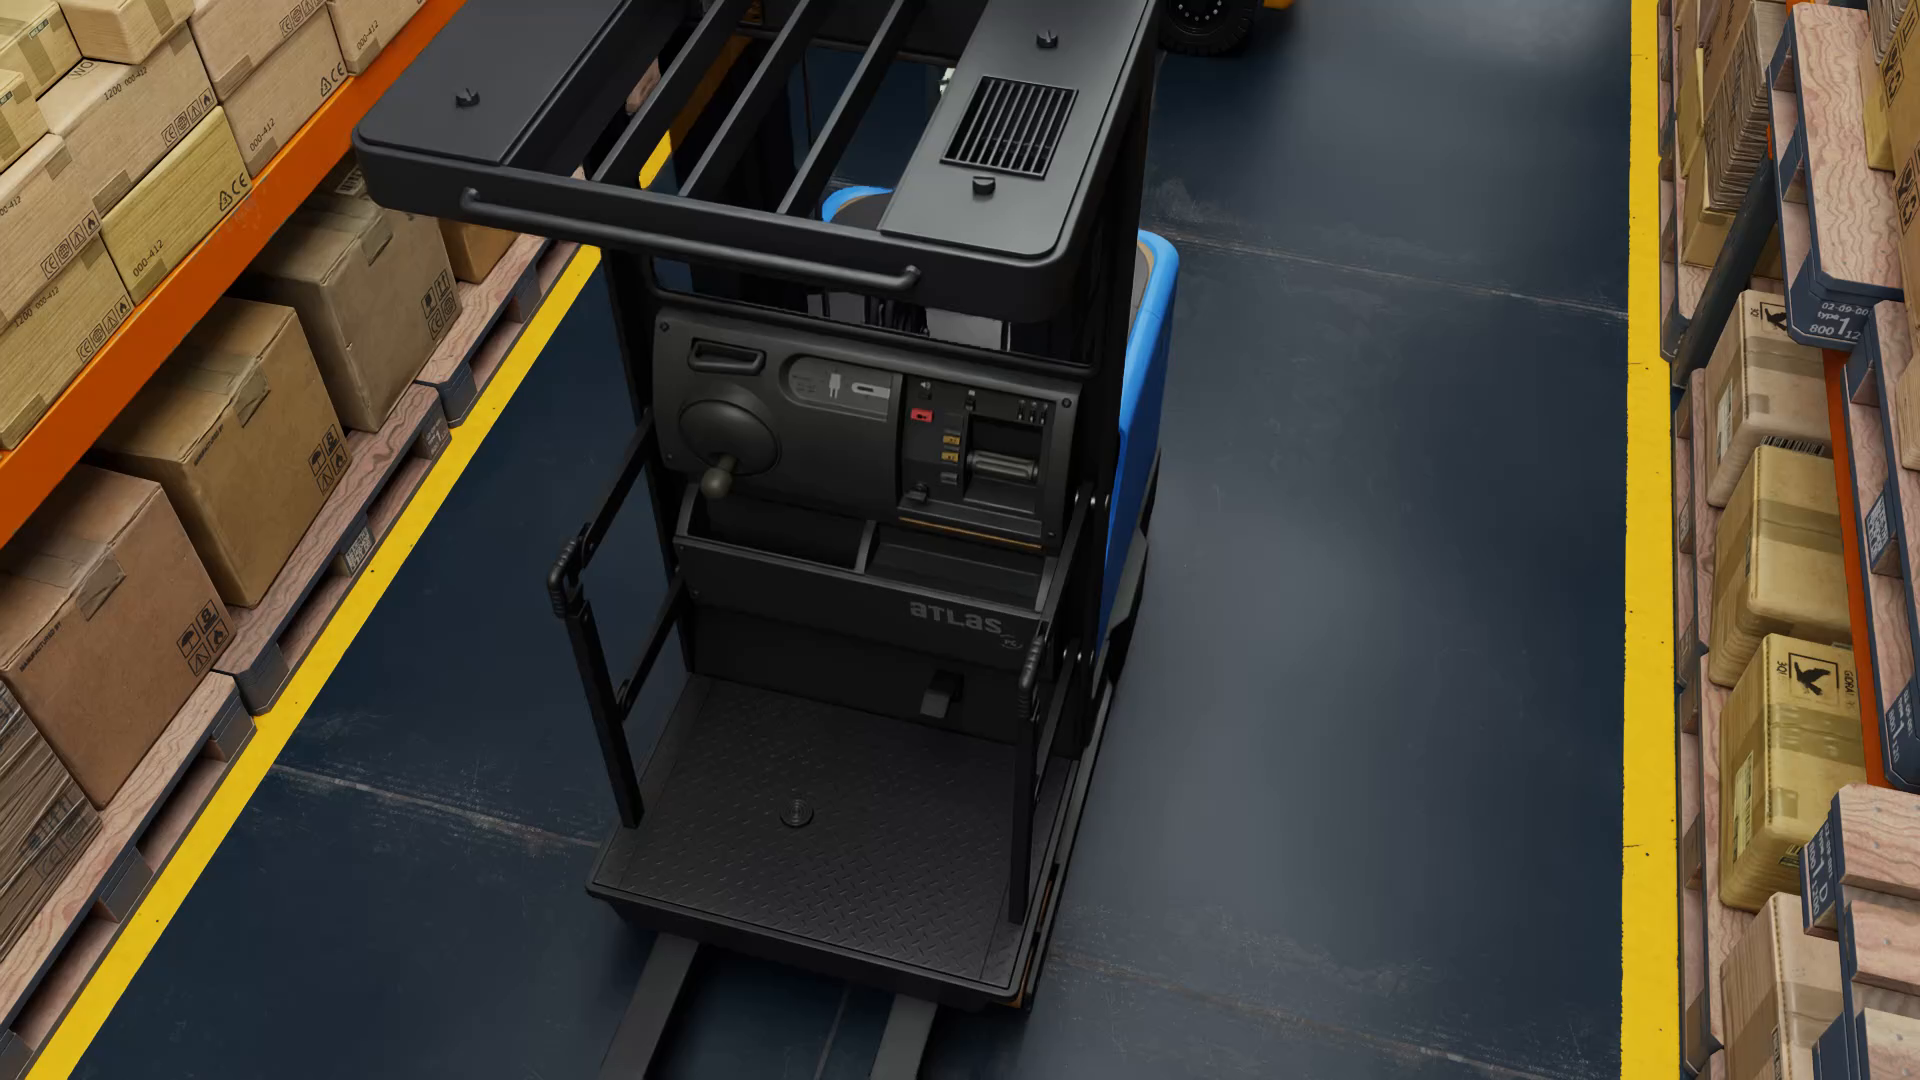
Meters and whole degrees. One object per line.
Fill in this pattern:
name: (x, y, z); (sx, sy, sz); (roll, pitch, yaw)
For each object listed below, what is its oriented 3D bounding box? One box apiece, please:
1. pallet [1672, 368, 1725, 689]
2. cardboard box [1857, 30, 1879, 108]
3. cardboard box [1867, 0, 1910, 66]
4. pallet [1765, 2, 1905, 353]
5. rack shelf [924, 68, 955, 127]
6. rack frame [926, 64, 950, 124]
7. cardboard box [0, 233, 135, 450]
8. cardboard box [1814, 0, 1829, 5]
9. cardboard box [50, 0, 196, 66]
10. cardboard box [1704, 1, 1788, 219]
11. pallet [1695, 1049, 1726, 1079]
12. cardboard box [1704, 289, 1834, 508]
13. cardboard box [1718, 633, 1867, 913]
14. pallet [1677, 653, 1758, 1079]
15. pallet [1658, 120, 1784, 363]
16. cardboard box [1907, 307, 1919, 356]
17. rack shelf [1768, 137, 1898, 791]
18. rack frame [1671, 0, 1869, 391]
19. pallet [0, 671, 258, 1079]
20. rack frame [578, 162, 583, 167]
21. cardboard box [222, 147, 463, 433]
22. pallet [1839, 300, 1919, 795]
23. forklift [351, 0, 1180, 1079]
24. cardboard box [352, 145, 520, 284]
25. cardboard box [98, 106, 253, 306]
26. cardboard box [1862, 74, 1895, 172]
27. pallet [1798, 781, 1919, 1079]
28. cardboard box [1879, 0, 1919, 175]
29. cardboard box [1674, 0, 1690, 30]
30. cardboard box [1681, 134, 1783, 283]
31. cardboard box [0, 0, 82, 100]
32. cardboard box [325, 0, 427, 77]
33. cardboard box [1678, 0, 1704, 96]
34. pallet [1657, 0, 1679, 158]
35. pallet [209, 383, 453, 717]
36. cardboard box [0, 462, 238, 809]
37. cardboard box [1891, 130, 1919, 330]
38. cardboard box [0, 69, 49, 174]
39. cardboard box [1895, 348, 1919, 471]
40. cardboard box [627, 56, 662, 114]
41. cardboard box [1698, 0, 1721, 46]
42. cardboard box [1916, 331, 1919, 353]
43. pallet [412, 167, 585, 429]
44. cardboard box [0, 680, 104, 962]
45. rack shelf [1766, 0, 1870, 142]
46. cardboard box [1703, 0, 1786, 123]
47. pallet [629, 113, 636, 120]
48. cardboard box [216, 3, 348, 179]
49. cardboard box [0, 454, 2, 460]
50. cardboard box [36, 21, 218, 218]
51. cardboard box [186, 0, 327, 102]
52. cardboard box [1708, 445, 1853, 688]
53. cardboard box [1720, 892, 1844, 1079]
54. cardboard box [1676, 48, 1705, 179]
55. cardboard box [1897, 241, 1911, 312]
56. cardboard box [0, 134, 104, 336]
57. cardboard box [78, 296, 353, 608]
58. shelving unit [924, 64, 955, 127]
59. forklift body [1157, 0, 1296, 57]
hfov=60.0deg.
pallet: (2.736, 0.028, 5.084); (1.003, 0.211, 1.213); (12, 50, 10)
cardboard box: (2.490, -1.176, 4.175); (0.380, 0.149, 0.250); (12, 50, 11)
cardboard box: (2.540, -1.446, 3.980); (0.500, 0.500, 0.500); (13, 50, 11)
pallet: (2.598, -0.870, 4.145); (1.003, 0.211, 1.213); (12, 50, 10)
rack shelf: (0.202, -1.301, 4.878); (0.431, 0.370, 0.720); (12, 50, 10)
rack frame: (0.105, -0.779, 4.937); (0.400, 1.500, 0.023); (12, 50, 10)
cardboard box: (-2.284, -0.501, 3.792); (0.500, 0.250, 0.500); (10, 49, 9)
cardboard box: (2.730, -1.667, 4.888); (0.380, 0.149, 0.250); (11, 50, 10)
cardboard box: (-2.028, -1.254, 3.857); (0.380, 0.149, 0.250); (10, 49, 9)
cardboard box: (2.837, -1.416, 5.553); (0.500, 0.500, 0.500); (11, 49, 10)
pallet: (2.094, 1.793, 3.527); (1.003, 0.211, 1.213); (12, 50, 10)
cardboard box: (2.804, -0.347, 5.029); (0.950, 0.372, 0.625); (12, 50, 11)
cardboard box: (2.437, 0.677, 4.125); (0.950, 0.372, 0.625); (13, 50, 11)
pallet: (2.417, 0.914, 4.303); (1.003, 0.211, 1.213); (12, 50, 10)
pallet: (3.083, -1.028, 6.016); (1.003, 0.211, 1.213); (12, 50, 10)
cardboard box: (2.240, -0.421, 3.508); (0.380, 0.149, 0.250); (12, 50, 10)
rack shelf: (2.414, 0.227, 3.529); (1.077, 0.370, 4.000); (12, 50, 10)
rack frame: (2.940, -1.458, 4.536); (1.000, 3.000, 0.127); (12, 50, 10)
pallet: (-2.648, 0.794, 4.409); (1.003, 0.211, 1.213); (12, 50, 10)
rack frame: (-1.850, -2.435, 5.398); (1.000, 3.000, 0.127); (12, 50, 10)
cardboard box: (-2.188, -0.848, 5.302); (0.875, 0.625, 0.625); (11, 50, 10)
pallet: (2.369, 0.059, 3.325); (1.003, 0.211, 1.213); (12, 50, 10)
forklift: (-0.268, -0.127, 3.407); (1.130, 2.935, 3.031); (12, 50, 10)
cardboard box: (-1.976, -1.408, 5.796); (0.875, 0.625, 0.625); (14, 50, 12)
cardboard box: (-2.146, -0.876, 4.123); (0.500, 0.250, 0.500); (13, 50, 11)
cardboard box: (2.415, -0.997, 4.017); (0.380, 0.149, 0.250); (12, 50, 11)
pallet: (1.972, 0.962, 2.528); (1.213, 0.211, 1.003); (12, 50, 10)
cardboard box: (2.409, -1.083, 3.660); (0.500, 0.500, 0.500); (12, 50, 10)
cardboard box: (3.241, -2.286, 6.821); (0.500, 0.250, 0.500); (15, 50, 13)
cardboard box: (2.836, -1.168, 5.834); (0.500, 0.250, 0.500); (14, 50, 12)
cardboard box: (-2.230, -1.104, 3.725); (0.380, 0.149, 0.250); (12, 50, 10)
cardboard box: (-1.857, -1.604, 4.765); (0.500, 0.250, 0.500); (11, 50, 10)
cardboard box: (3.105, -1.922, 6.499); (0.500, 0.250, 0.500); (12, 50, 11)
pallet: (3.402, -1.913, 6.798); (1.003, 0.211, 1.213); (12, 50, 10)
pallet: (-2.325, -0.086, 5.185); (1.003, 0.211, 1.213); (12, 50, 10)
cardboard box: (-2.561, 0.183, 4.392); (0.875, 0.625, 0.625); (13, 50, 11)
cardboard box: (2.265, -0.728, 3.347); (0.500, 0.500, 0.500); (11, 50, 10)
cardboard box: (-2.205, -0.897, 3.542); (0.380, 0.149, 0.250); (13, 50, 11)
cardboard box: (2.120, -0.239, 3.348); (0.380, 0.149, 0.250); (13, 50, 11)
cardboard box: (-1.403, -1.948, 6.523); (0.500, 0.250, 0.500); (12, 50, 10)
cardboard box: (3.102, -2.154, 6.204); (0.500, 0.500, 0.500); (14, 50, 12)
cardboard box: (2.140, -0.355, 3.017); (0.500, 0.500, 0.500); (10, 49, 8)
pallet: (-2.006, -0.971, 5.966); (1.003, 0.211, 1.213); (12, 50, 10)
cardboard box: (-2.725, 0.657, 3.973); (0.875, 0.625, 0.625); (13, 50, 11)
rack shelf: (3.466, -2.666, 6.082); (1.077, 0.370, 4.000); (12, 50, 10)
cardboard box: (2.969, -1.784, 5.878); (0.500, 0.500, 0.500); (12, 50, 11)
pallet: (-1.600, -2.079, 6.944); (1.003, 0.211, 1.213); (12, 50, 10)
cardboard box: (-2.017, -1.251, 4.453); (0.500, 0.250, 0.500); (12, 50, 10)
cardboard box: (-2.413, -0.127, 3.462); (0.500, 0.250, 0.500); (11, 49, 9)
cardboard box: (-2.152, -1.041, 3.935); (0.500, 0.250, 0.500); (12, 50, 11)
cardboard box: (-2.001, -1.403, 4.254); (0.500, 0.250, 0.500); (12, 50, 11)
cardboard box: (2.618, 0.173, 4.569); (0.950, 0.372, 0.625); (14, 50, 12)
cardboard box: (2.232, 1.224, 3.642); (0.950, 0.372, 0.625); (11, 49, 9)
cardboard box: (2.967, -1.555, 6.175); (0.500, 0.250, 0.500); (10, 49, 9)
cardboard box: (2.307, -0.599, 3.666); (0.380, 0.149, 0.250); (12, 50, 11)
cardboard box: (-2.262, -0.667, 3.604); (0.500, 0.250, 0.500); (10, 49, 9)
cardboard box: (-2.384, -0.304, 4.822); (0.875, 0.625, 0.625); (10, 49, 8)
shelving unit: (0.202, -1.043, 5.170); (0.431, 1.500, 0.755); (12, 50, 10)
forklift body: (0.464, -3.315, 6.742); (2.313, 2.155, 1.214); (12, 50, 10)
